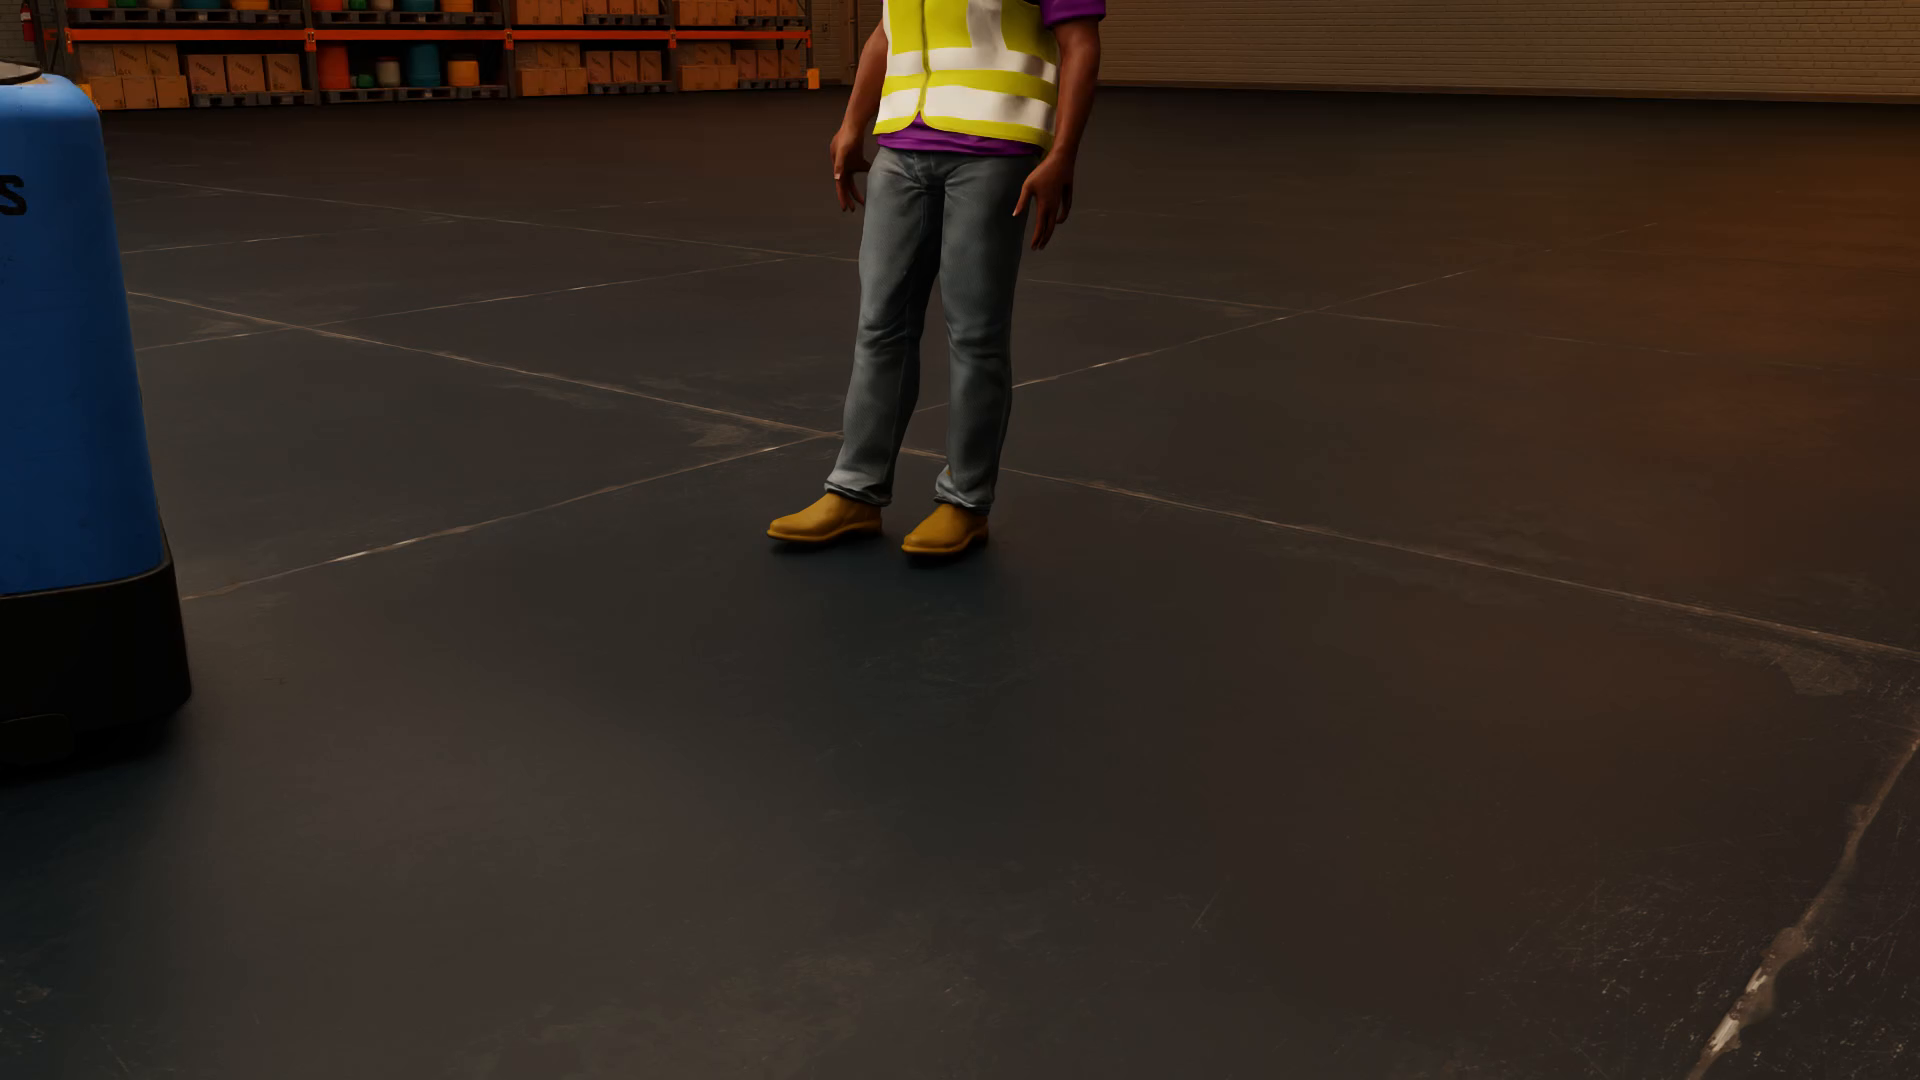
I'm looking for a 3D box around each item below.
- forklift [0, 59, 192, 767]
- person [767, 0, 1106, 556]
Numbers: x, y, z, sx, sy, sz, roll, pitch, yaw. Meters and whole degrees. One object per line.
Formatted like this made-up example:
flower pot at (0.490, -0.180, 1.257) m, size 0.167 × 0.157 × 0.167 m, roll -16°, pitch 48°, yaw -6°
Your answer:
forklift at (-2.845, -0.972, 2.099) m, size 3.031 × 2.935 × 1.130 m, roll -9°, pitch 19°, yaw -27°
person at (-0.049, -0.838, 3.635) m, size 0.665 × 1.768 × 0.575 m, roll 13°, pitch 21°, yaw 37°
